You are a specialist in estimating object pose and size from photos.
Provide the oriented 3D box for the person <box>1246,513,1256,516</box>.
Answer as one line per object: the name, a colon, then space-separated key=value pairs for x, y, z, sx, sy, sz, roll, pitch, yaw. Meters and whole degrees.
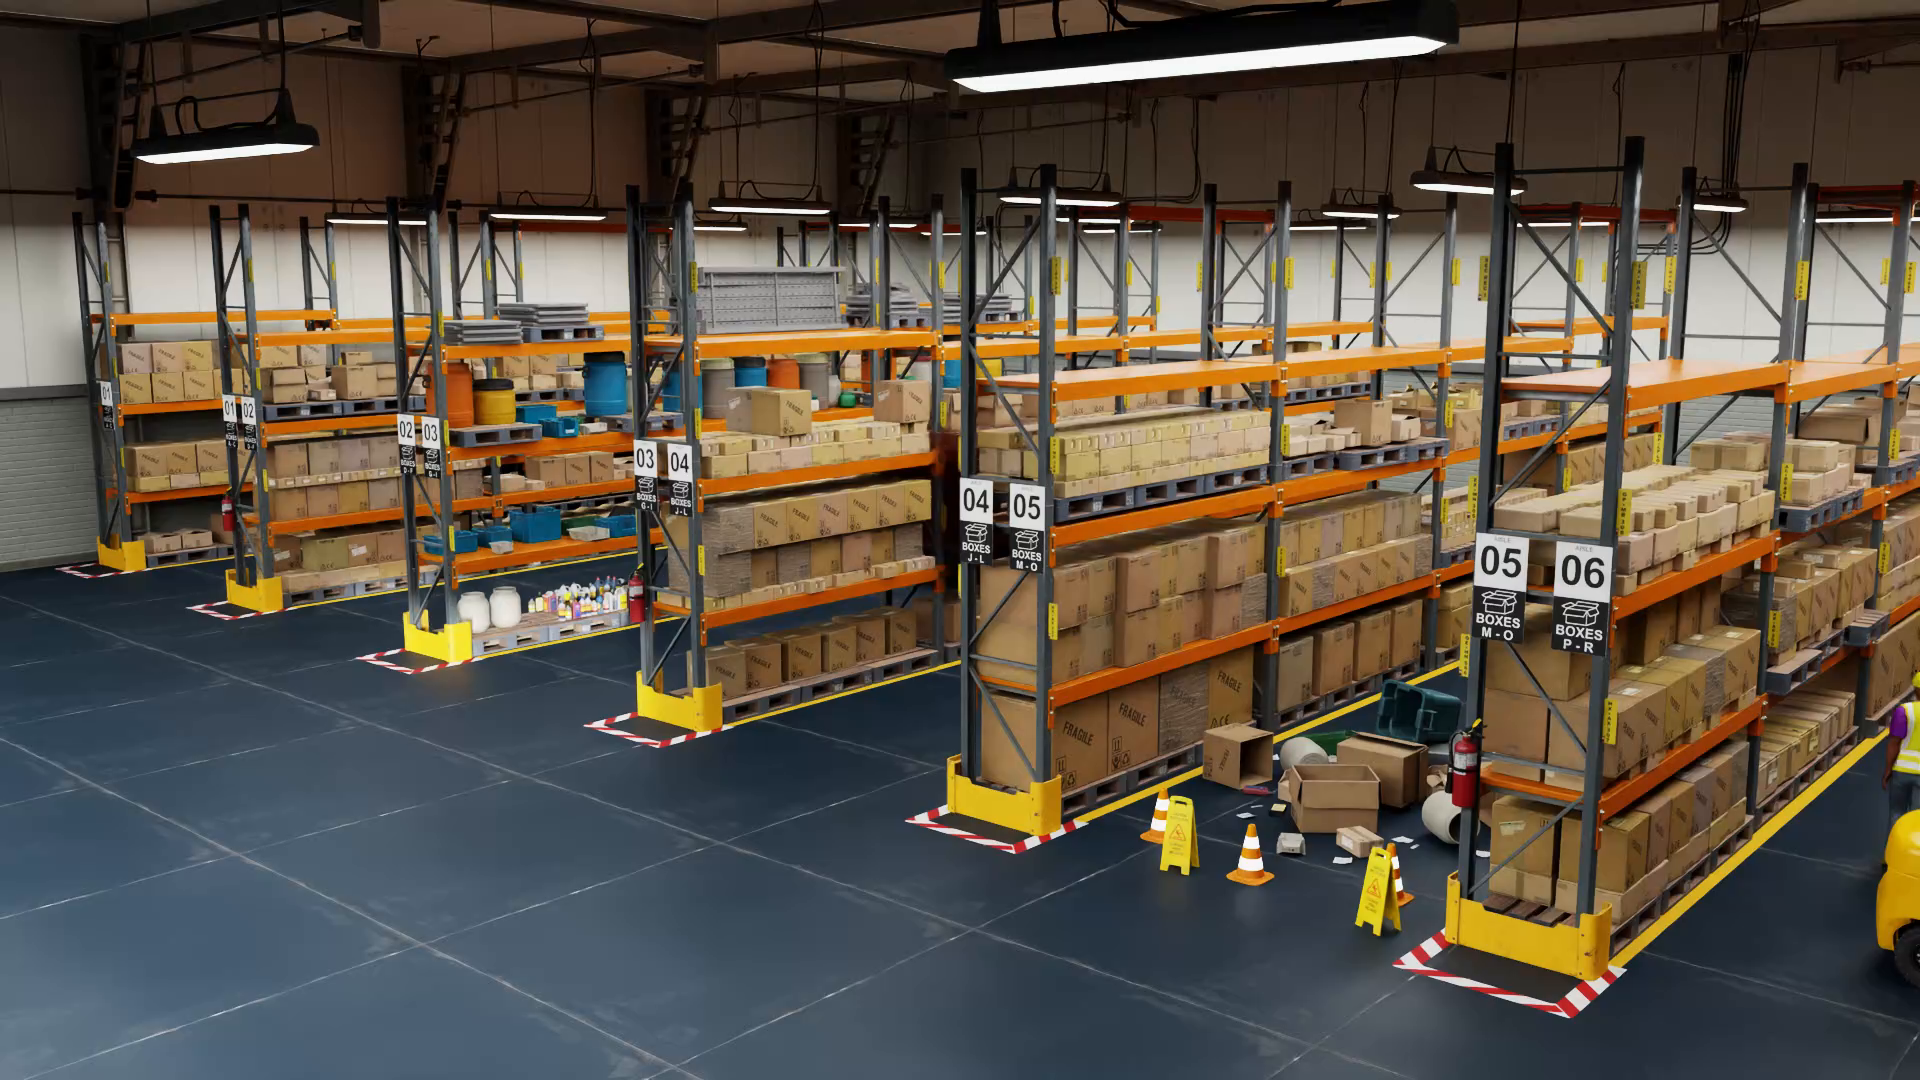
person: x=3.861 y=0.444 z=21.995 sx=0.458 sy=1.606 sz=1.054 roll=9 pitch=13 yaw=42

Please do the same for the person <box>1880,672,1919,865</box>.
person: x=8.114 y=2.011 z=14.057 sx=0.533 sy=1.807 sz=0.602 roll=7 pitch=12 yaw=36

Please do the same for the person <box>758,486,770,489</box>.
person: x=-2.884 y=-0.051 z=24.445 sx=0.692 sy=1.773 sz=1.001 roll=3 pitch=10 yaw=19
